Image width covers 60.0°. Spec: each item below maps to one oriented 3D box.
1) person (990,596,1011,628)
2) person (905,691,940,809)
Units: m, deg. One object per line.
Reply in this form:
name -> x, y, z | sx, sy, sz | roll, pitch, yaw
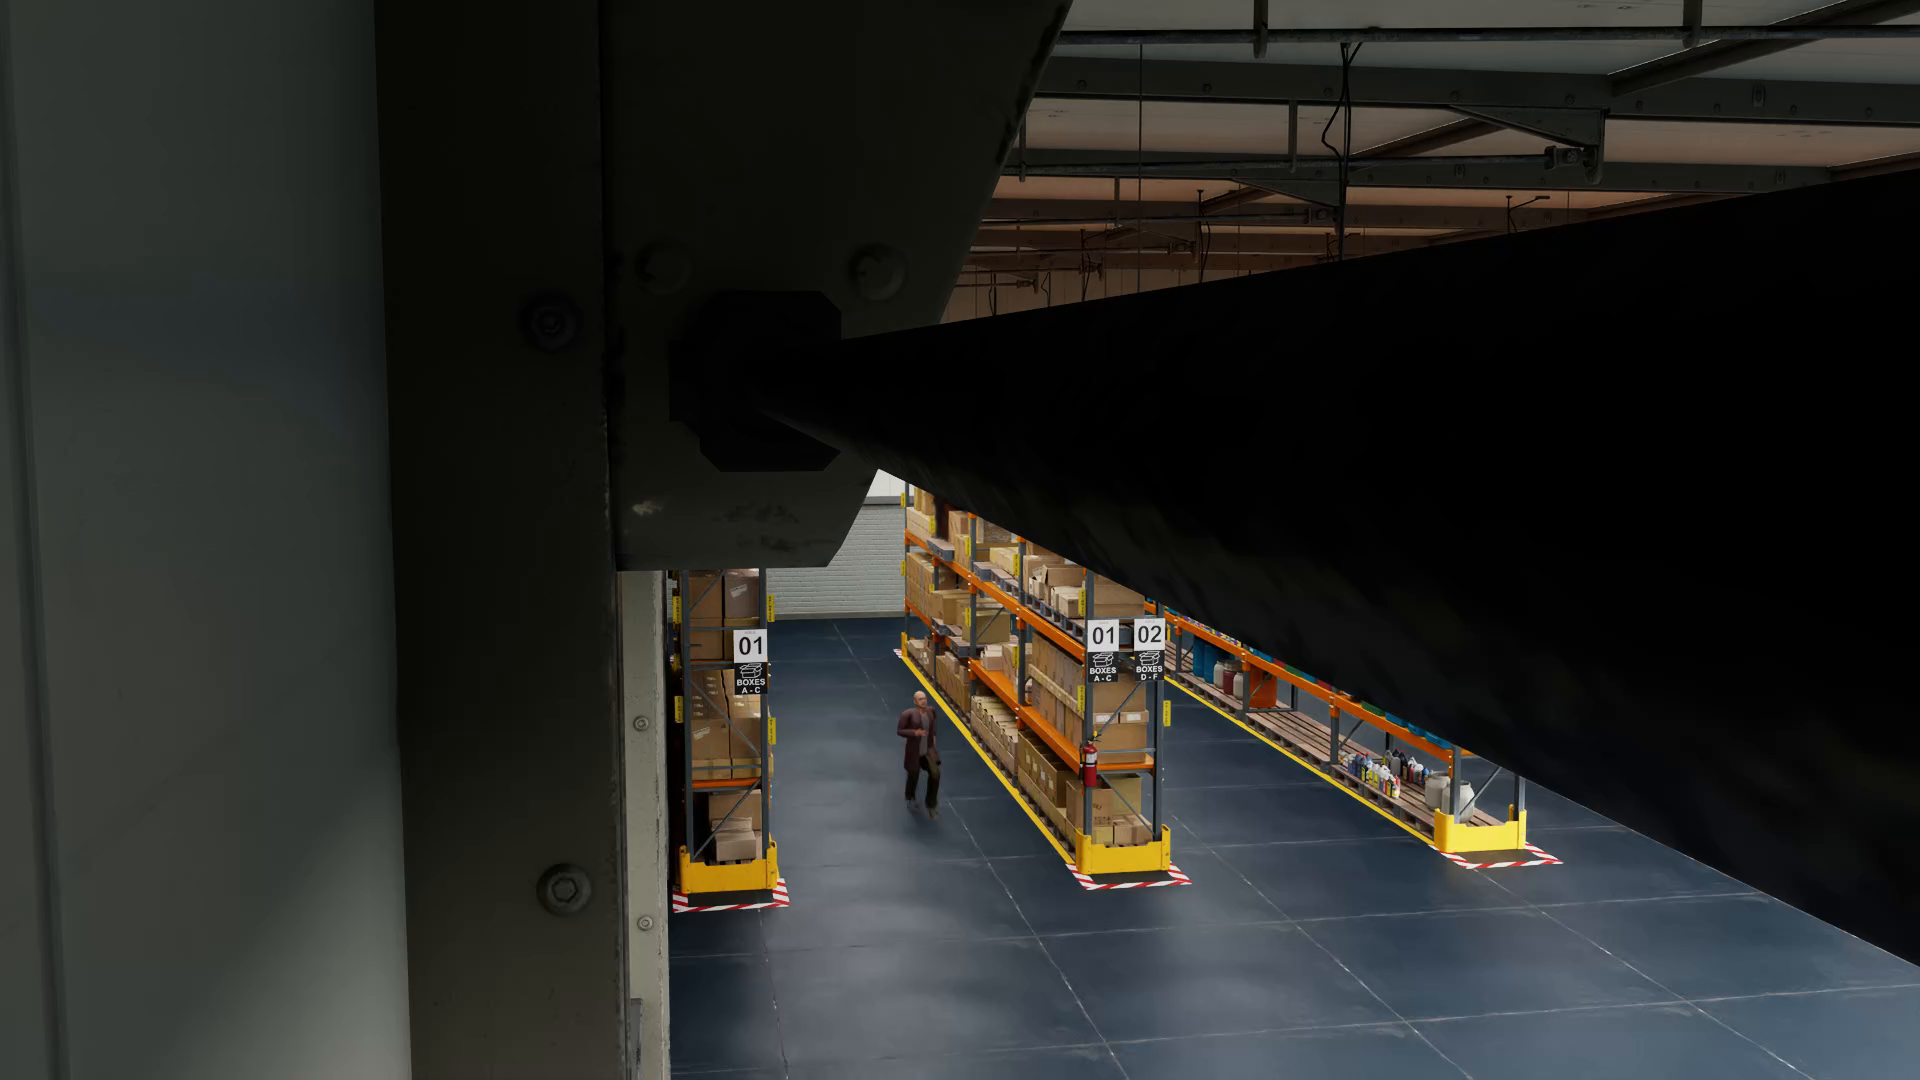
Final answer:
person -> 0.892, 1.683, 37.403 | 0.487, 1.566, 0.567 | 5, 8, 39
person -> -0.562, 2.940, 23.428 | 0.643, 1.638, 0.667 | -2, 6, -20
